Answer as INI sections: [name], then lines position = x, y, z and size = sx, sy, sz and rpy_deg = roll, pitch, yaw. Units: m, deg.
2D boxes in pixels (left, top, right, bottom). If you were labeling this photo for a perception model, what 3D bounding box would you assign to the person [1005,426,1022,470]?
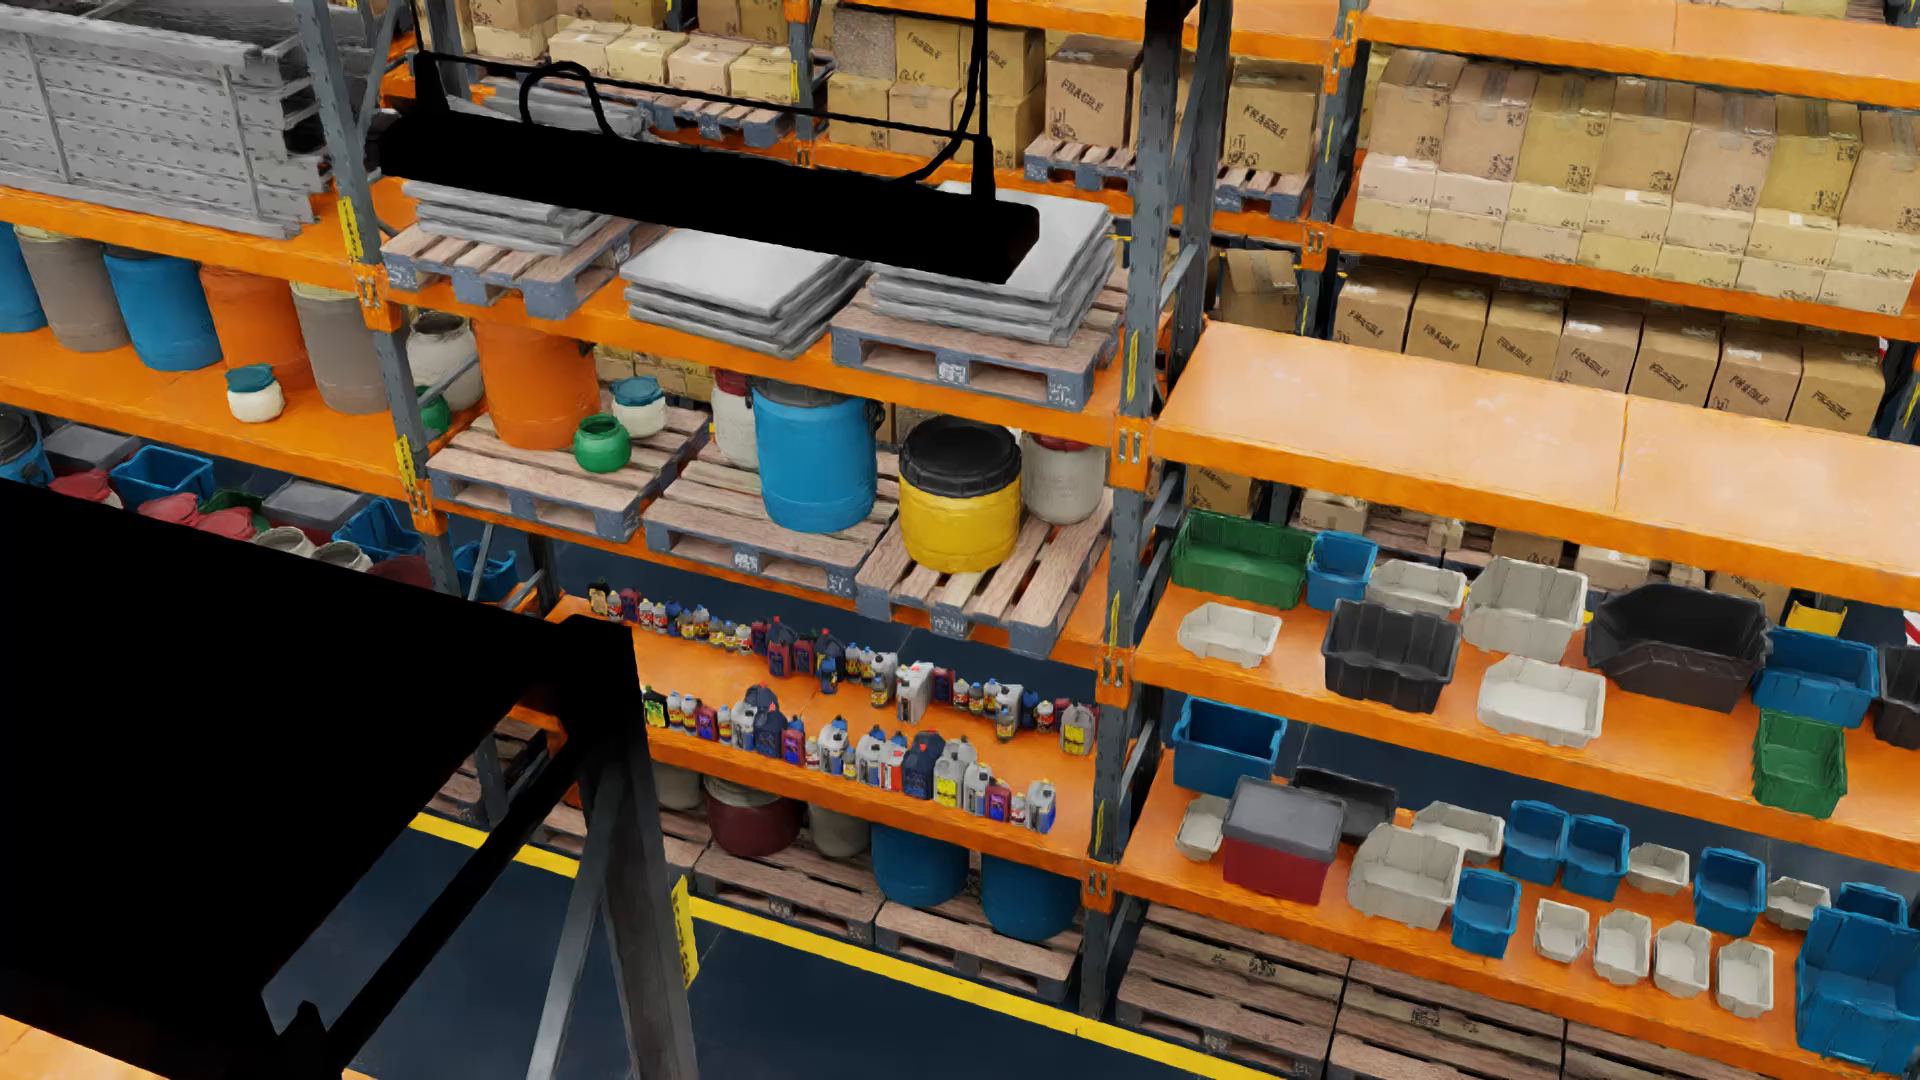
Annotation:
[person]
position = 0.251, -0.409, 12.480
size = 1.112, 1.701, 0.571
rpy_deg = 12, 38, 15
